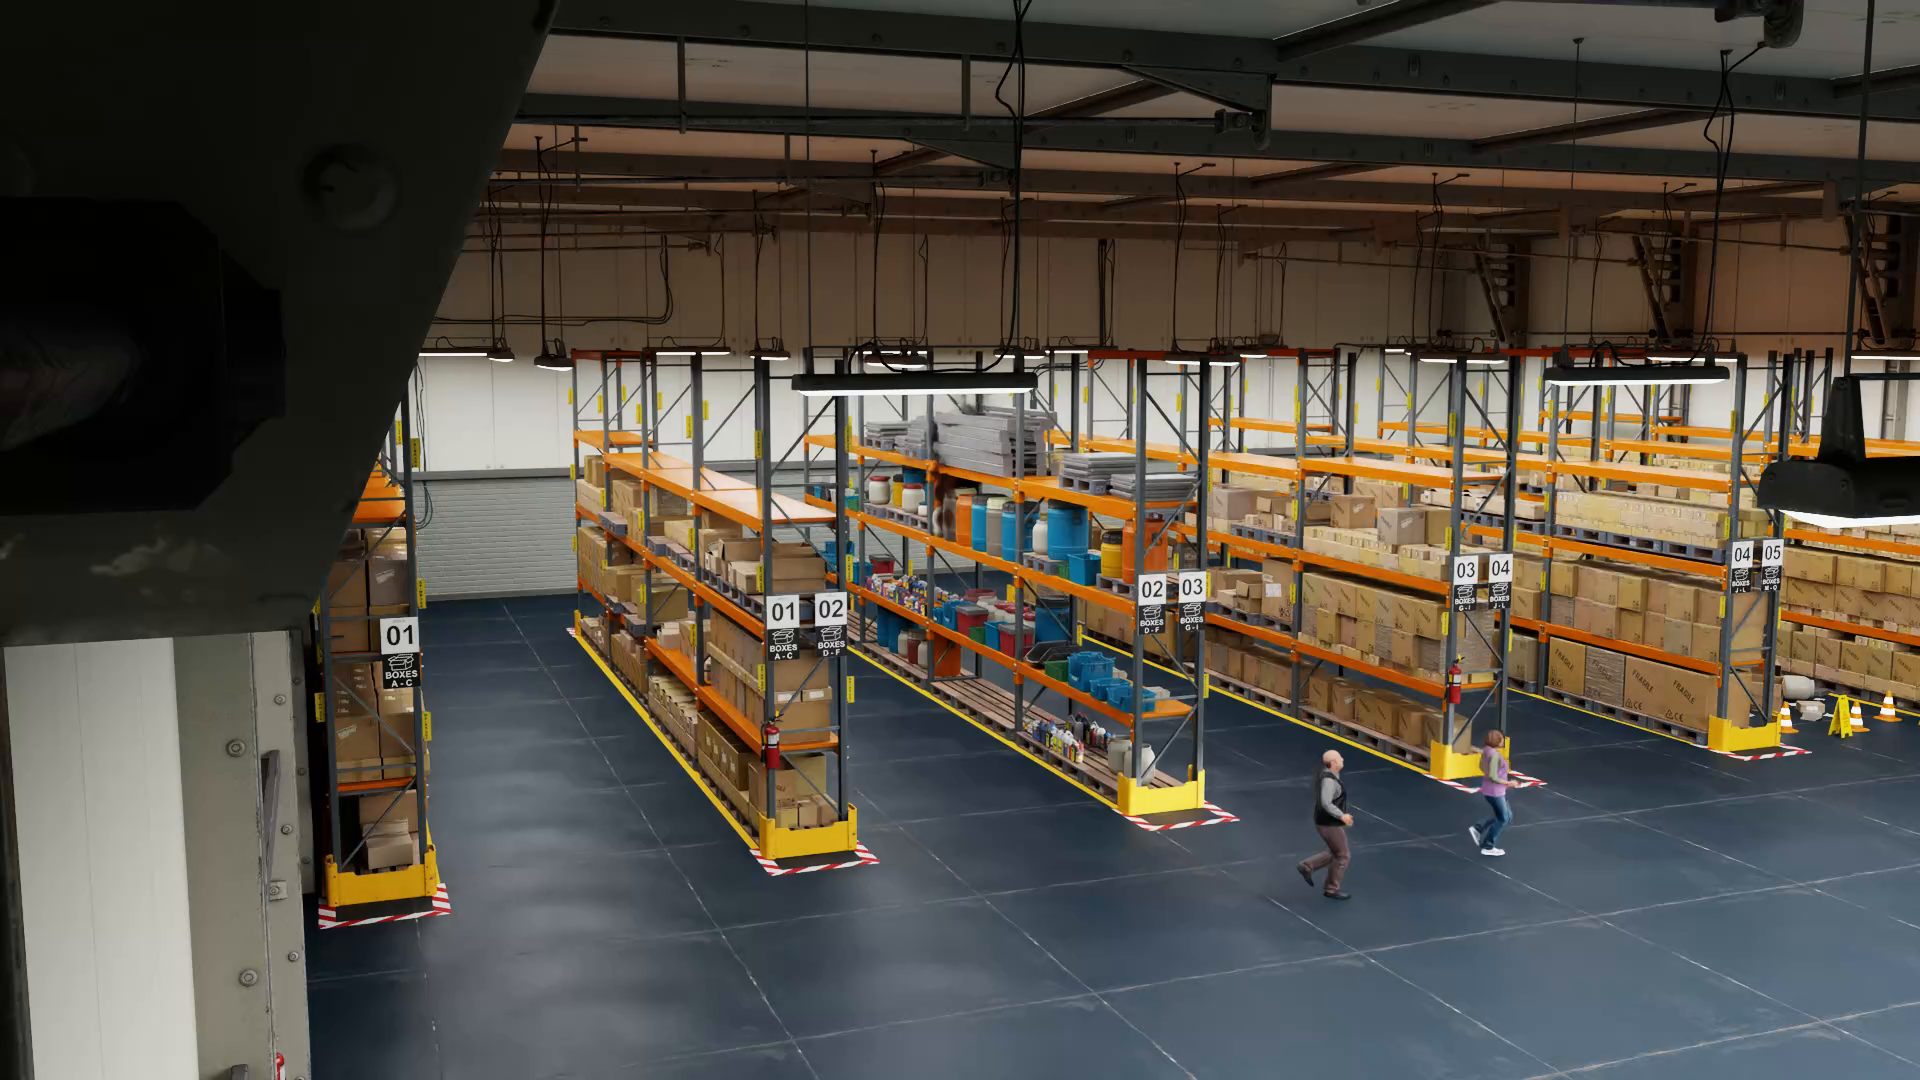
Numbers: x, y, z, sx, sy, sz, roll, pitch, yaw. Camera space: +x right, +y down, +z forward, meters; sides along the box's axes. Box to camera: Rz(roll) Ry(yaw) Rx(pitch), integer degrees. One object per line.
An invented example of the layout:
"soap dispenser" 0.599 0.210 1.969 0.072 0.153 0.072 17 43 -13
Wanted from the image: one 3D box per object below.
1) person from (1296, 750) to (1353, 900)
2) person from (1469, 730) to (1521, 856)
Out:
"person" 4.102 3.187 18.646 0.604 1.693 0.670 1 7 6
"person" 6.486 3.071 20.163 0.555 1.532 0.531 1 7 8
